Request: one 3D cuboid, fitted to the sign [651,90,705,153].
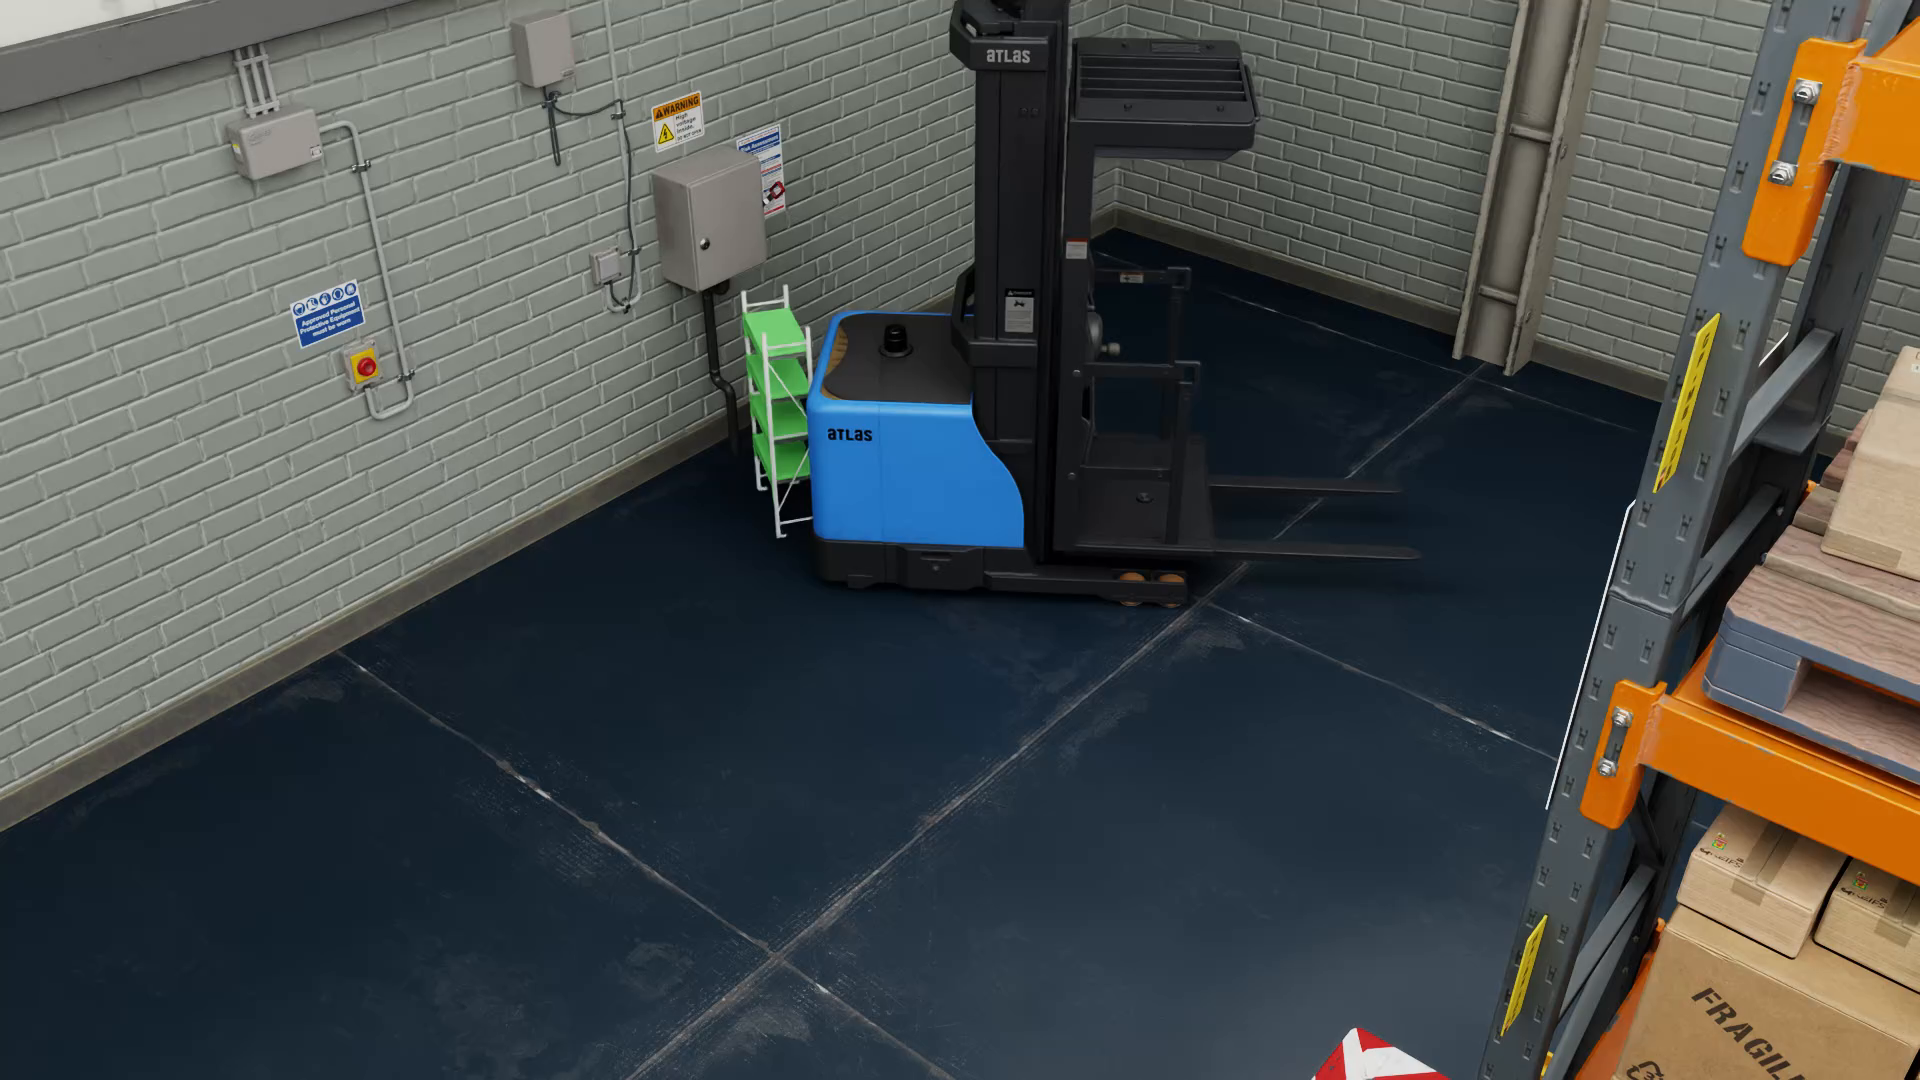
[{"bbox_3d":[-1.436,-2.134,8.478,0.001,0.242,0.339,25,42,32],"label":"sign"}]

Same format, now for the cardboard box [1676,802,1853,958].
[{"bbox_3d":[1.747,0.679,3.567,0.250,0.149,0.380,26,42,33],"label":"cardboard box"}]

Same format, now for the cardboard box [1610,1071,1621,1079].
[{"bbox_3d":[1.836,1.408,3.961,0.500,0.500,0.500,25,42,31],"label":"cardboard box"}]

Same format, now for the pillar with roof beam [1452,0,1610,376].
[{"bbox_3d":[0.574,-2.979,5.139,0.400,9.000,9.100,25,42,32],"label":"pillar with roof beam"}]

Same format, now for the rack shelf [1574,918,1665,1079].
[{"bbox_3d":[3.188,2.172,3.574,4.000,0.370,1.077,25,42,32],"label":"rack shelf"}]

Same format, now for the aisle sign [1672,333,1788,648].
[{"bbox_3d":[1.794,-0.082,3.923,0.004,0.787,0.394,25,42,32],"label":"aisle sign"}]

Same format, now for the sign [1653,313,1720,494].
[{"bbox_3d":[1.291,-0.239,2.957,0.005,0.325,0.100,25,42,32],"label":"sign"}]

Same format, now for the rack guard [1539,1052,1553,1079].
[{"bbox_3d":[1.632,2.172,5.145,0.348,0.500,1.175,25,42,32],"label":"rack guard"}]

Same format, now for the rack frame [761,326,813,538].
[{"bbox_3d":[-0.852,-0.530,8.462,0.240,1.200,0.015,-10,36,-15],"label":"rack frame"}]

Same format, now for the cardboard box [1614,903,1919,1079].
[{"bbox_3d":[1.837,0.995,3.680,0.500,0.500,0.500,24,41,31],"label":"cardboard box"}]

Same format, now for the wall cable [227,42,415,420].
[{"bbox_3d":[-2.698,-1.313,7.087,0.123,1.953,0.585,25,42,32],"label":"wall cable"}]

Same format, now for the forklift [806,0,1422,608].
[{"bbox_3d":[0.799,-1.185,7.887,3.031,2.935,1.130,2,35,3],"label":"forklift"}]

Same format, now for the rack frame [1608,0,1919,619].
[{"bbox_3d":[1.651,-1.322,2.726,0.127,3.000,1.000,25,42,32],"label":"rack frame"}]

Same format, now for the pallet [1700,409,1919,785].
[{"bbox_3d":[2.228,0.215,3.216,1.213,0.211,1.003,25,42,32],"label":"pallet"}]

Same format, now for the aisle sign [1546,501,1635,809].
[{"bbox_3d":[1.410,0.179,3.543,0.004,0.787,0.394,25,42,32],"label":"aisle sign"}]

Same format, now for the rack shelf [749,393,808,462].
[{"bbox_3d":[-0.926,-0.609,8.690,0.258,0.148,0.480,-10,36,-15],"label":"rack shelf"}]

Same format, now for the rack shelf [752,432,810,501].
[{"bbox_3d":[-0.926,-0.411,8.826,0.258,0.148,0.480,-10,36,-15],"label":"rack shelf"}]

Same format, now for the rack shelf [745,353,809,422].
[{"bbox_3d":[-0.926,-0.807,8.554,0.258,0.148,0.480,-10,36,-15],"label":"rack shelf"}]

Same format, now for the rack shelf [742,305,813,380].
[{"bbox_3d":[-0.926,-1.005,8.418,0.258,0.148,0.480,-10,36,-15],"label":"rack shelf"}]

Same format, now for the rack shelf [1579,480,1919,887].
[{"bbox_3d":[3.188,0.935,2.724,4.000,0.370,1.077,25,42,32],"label":"rack shelf"}]

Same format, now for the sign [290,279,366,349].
[{"bbox_3d":[-2.775,-0.994,7.309,0.001,0.218,0.327,25,42,32],"label":"sign"}]

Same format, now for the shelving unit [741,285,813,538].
[{"bbox_3d":[-0.926,-0.662,8.654,0.258,1.200,0.503,-10,36,-15],"label":"shelving unit"}]

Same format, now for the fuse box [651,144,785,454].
[{"bbox_3d":[-1.241,-1.212,9.003,0.414,1.711,0.539,25,42,32],"label":"fuse box"}]

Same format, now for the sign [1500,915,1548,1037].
[{"bbox_3d":[1.291,1.000,3.809,0.005,0.325,0.100,25,42,32],"label":"sign"}]

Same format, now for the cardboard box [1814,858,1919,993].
[{"bbox_3d":[1.994,0.743,3.474,0.250,0.149,0.380,26,42,33],"label":"cardboard box"}]

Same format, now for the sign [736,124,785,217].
[{"bbox_3d":[-1.085,-1.993,9.087,0.001,0.494,0.329,25,42,32],"label":"sign"}]

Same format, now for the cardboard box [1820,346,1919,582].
[{"bbox_3d":[2.054,-0.114,3.291,0.500,0.250,0.500,21,40,28],"label":"cardboard box"}]

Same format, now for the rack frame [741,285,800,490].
[{"bbox_3d":[-1.001,-0.793,8.845,0.240,1.200,0.015,-10,36,-15],"label":"rack frame"}]

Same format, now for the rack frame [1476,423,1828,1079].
[{"bbox_3d":[1.651,1.151,4.425,0.127,3.000,1.000,25,42,32],"label":"rack frame"}]

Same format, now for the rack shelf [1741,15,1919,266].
[{"bbox_3d":[3.188,-0.136,1.988,4.000,0.370,1.077,25,42,32],"label":"rack shelf"}]
